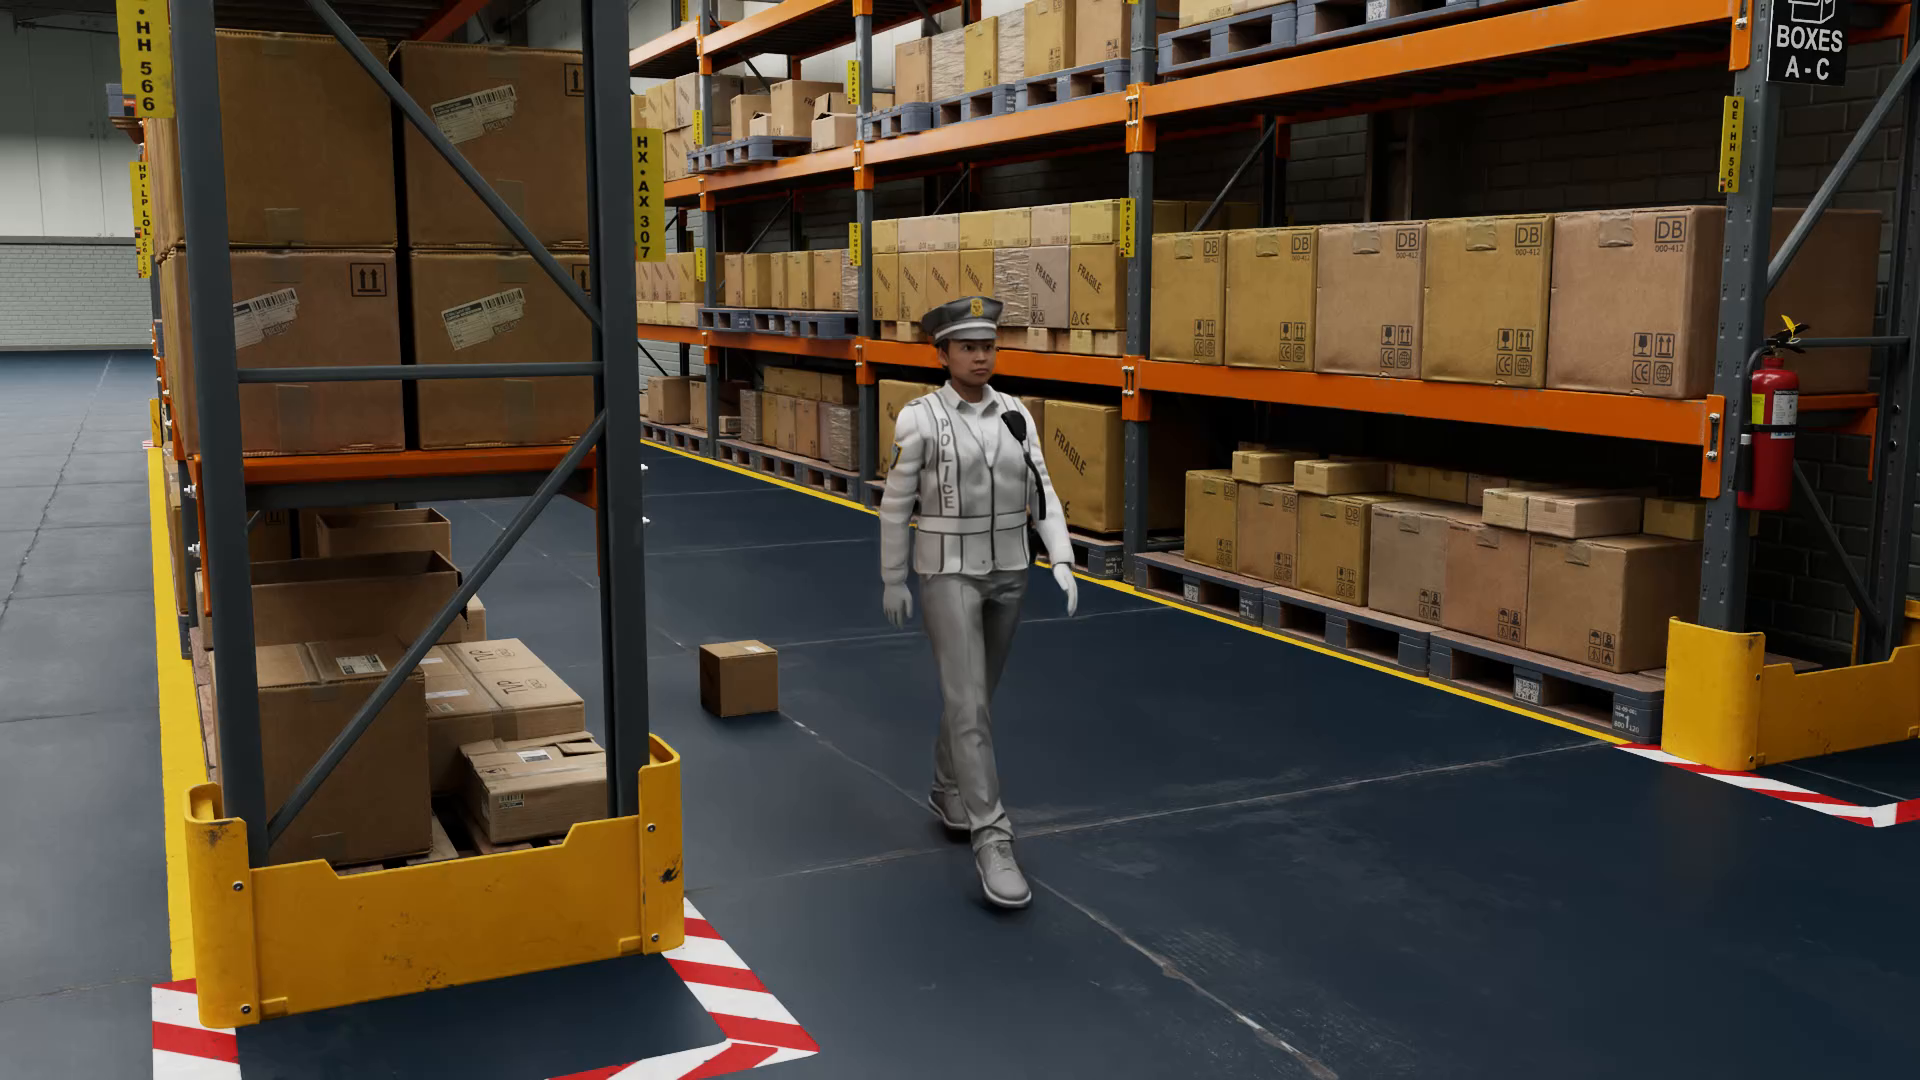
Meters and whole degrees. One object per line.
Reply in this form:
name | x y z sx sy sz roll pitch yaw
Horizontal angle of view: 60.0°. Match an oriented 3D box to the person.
person | 0.097 0.117 4.860 0.502 1.650 0.896 -5 10 -29
